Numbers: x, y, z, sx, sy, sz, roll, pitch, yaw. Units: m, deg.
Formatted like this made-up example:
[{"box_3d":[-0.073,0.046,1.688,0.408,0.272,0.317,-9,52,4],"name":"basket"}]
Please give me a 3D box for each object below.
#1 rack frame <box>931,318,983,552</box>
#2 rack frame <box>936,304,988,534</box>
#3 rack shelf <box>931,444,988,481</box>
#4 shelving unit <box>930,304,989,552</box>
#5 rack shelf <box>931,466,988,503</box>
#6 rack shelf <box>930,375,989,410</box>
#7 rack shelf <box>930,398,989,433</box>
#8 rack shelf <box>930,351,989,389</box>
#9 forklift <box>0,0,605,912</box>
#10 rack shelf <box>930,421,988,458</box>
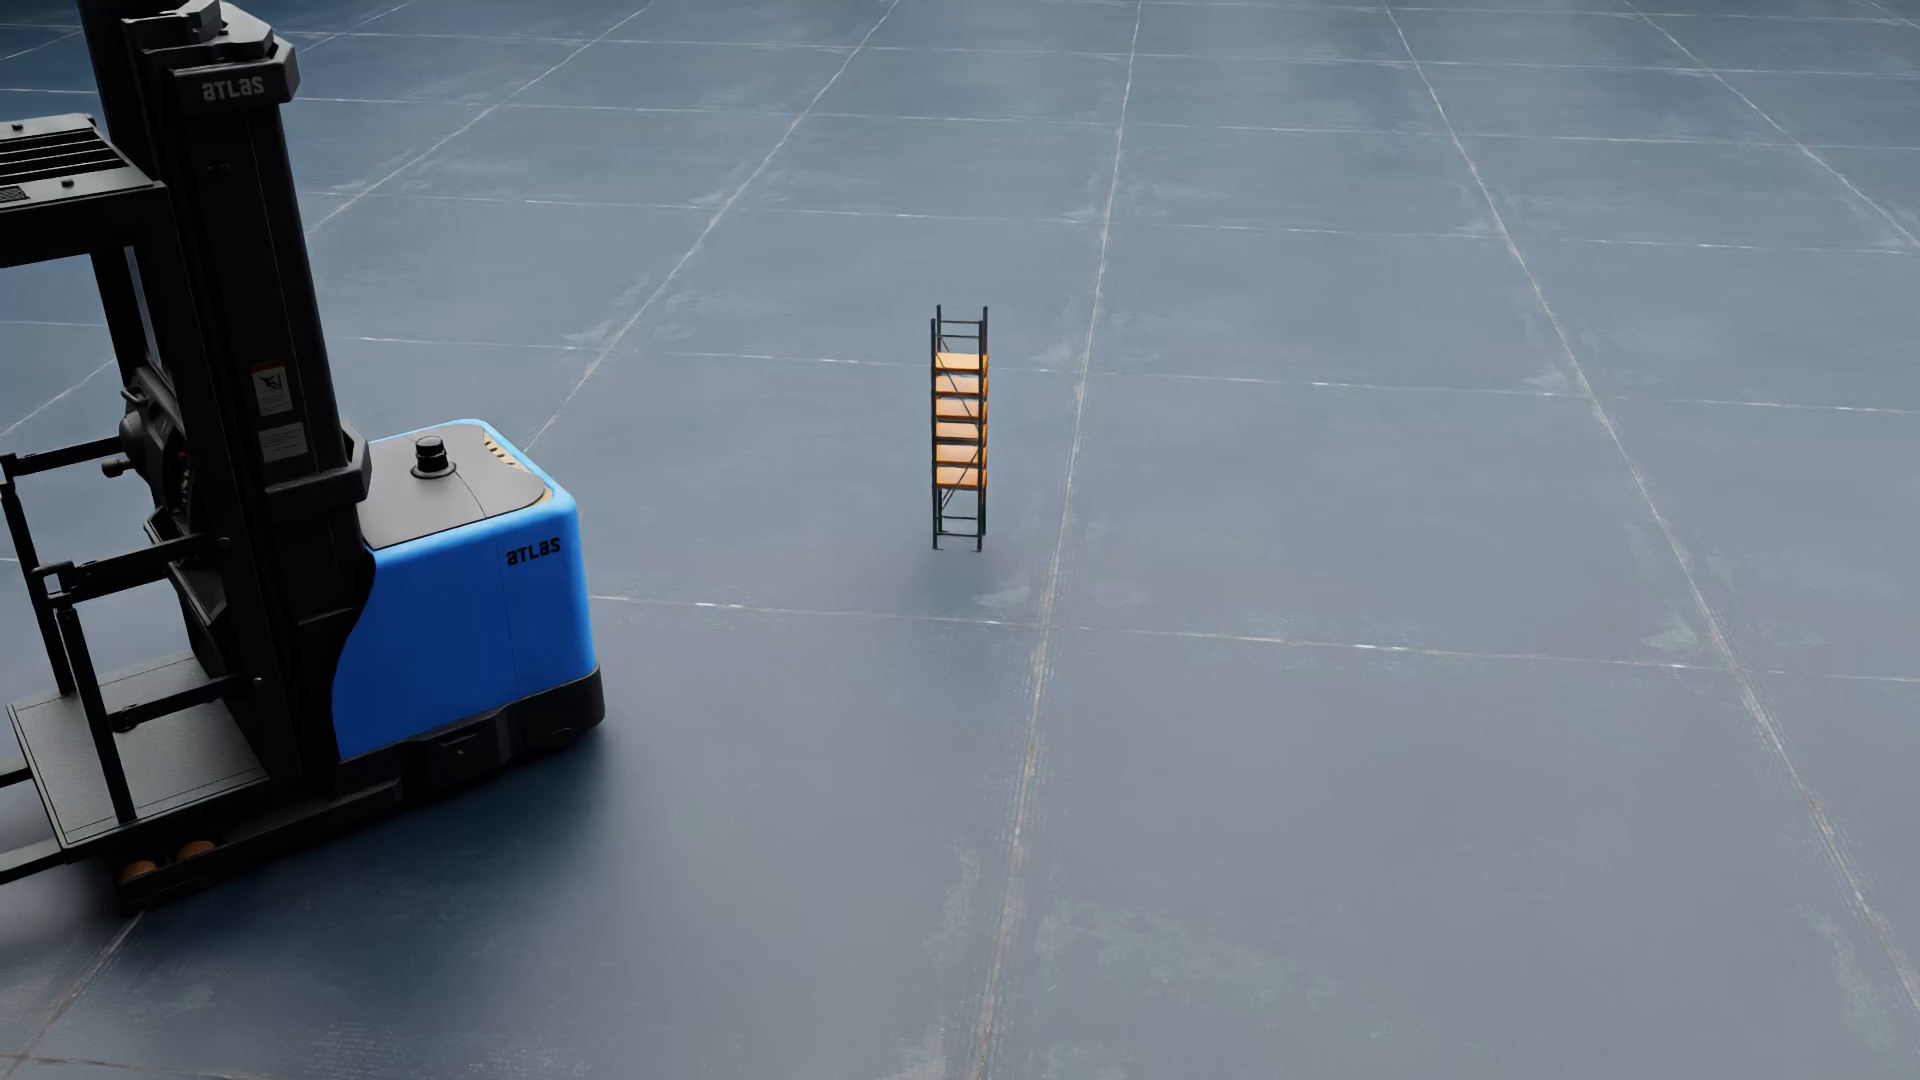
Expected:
[{"box_3d":[-0.013,-0.478,7.873,0.240,1.200,0.006,3,28,6],"name":"rack frame"},{"box_3d":[0.009,-0.564,8.033,0.240,1.200,0.006,3,28,6],"name":"rack frame"},{"box_3d":[-0.002,-0.377,8.031,0.258,0.103,0.180,3,28,6],"name":"rack shelf"},{"box_3d":[-0.002,-0.521,7.953,0.258,1.200,0.189,3,28,6],"name":"shelving unit"},{"box_3d":[-0.002,-0.271,8.088,0.258,0.103,0.180,3,28,6],"name":"rack shelf"},{"box_3d":[-0.002,-0.694,7.860,0.258,0.103,0.180,3,28,6],"name":"rack shelf"},{"box_3d":[-0.002,-0.588,7.917,0.258,0.103,0.180,3,28,6],"name":"rack shelf"},{"box_3d":[-0.002,-0.799,7.803,0.258,0.103,0.180,3,28,6],"name":"rack shelf"},{"box_3d":[-2.936,-0.277,5.674,3.031,2.935,1.130,-19,34,-31],"name":"forklift"},{"box_3d":[-0.002,-0.482,7.974,0.258,0.103,0.180,3,28,6],"name":"rack shelf"}]
